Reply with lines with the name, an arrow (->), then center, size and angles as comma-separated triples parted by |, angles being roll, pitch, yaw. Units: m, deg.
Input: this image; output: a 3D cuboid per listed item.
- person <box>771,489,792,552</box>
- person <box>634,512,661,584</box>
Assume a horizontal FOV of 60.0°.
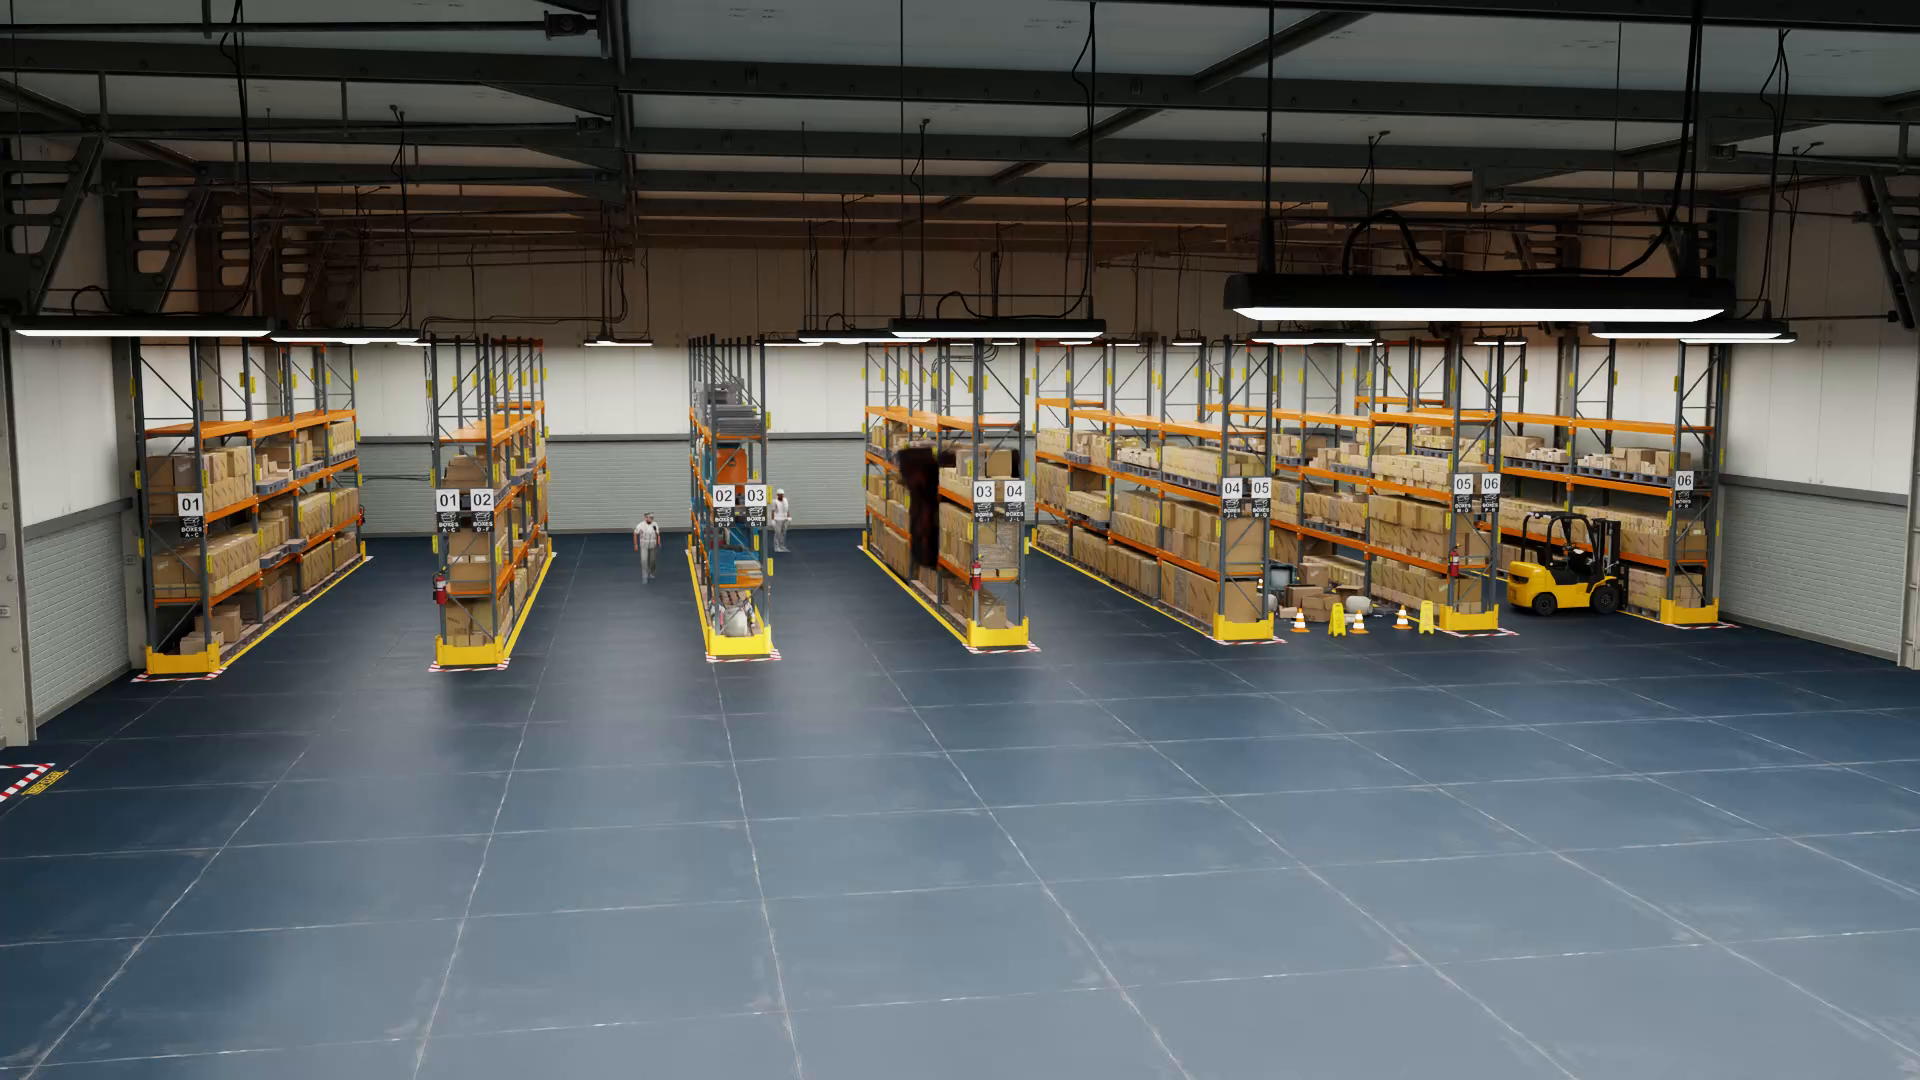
person -> -5.036, -0.540, 47.058 | 0.415, 1.821, 0.568 | 4, 8, 32
person -> -7.731, 0.182, 41.130 | 0.657, 1.778, 0.947 | -1, 7, -10
